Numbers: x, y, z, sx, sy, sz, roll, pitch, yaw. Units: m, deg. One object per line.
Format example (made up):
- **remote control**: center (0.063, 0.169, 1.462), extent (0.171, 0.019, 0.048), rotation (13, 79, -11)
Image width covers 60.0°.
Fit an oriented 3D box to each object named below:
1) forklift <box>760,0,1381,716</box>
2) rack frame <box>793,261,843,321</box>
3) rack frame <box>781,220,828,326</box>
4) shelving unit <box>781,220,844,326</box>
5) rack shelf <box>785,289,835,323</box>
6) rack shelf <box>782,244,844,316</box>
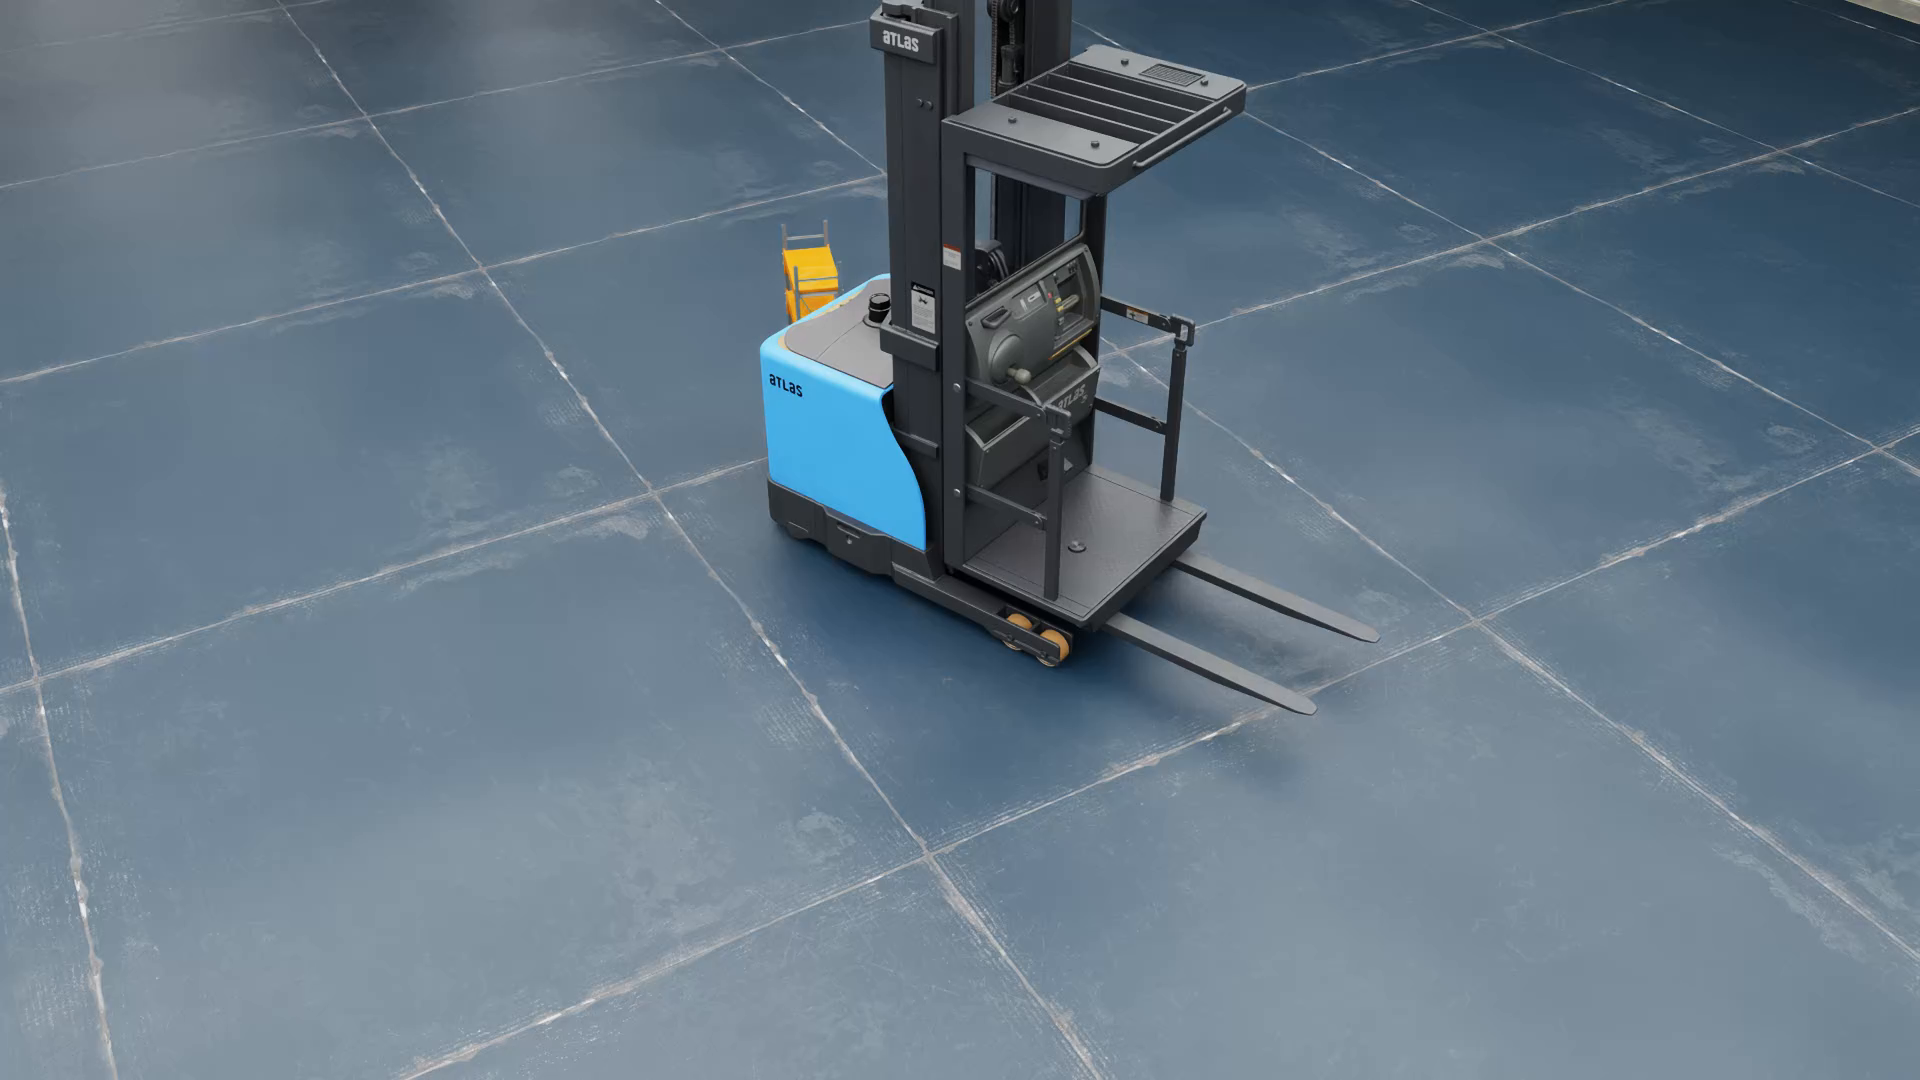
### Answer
- **forklift**: center (0.500, -0.957, 7.303), extent (3.031, 2.935, 1.130), rotation (24, 43, 29)
- **rack frame**: center (-0.716, -0.898, 8.690), extent (0.240, 1.200, 0.015), rotation (-7, 37, -10)
- **rack frame**: center (-0.816, -1.180, 9.076), extent (0.240, 1.200, 0.015), rotation (-7, 37, -10)
- **shelving unit**: center (-0.766, -1.039, 8.883), extent (0.258, 1.200, 0.503), rotation (-7, 37, -10)
- **rack shelf**: center (-0.766, -1.166, 8.791), extent (0.258, 0.148, 0.480), rotation (-7, 37, -10)
- **rack shelf**: center (-0.766, -1.357, 8.651), extent (0.258, 0.148, 0.480), rotation (-7, 37, -10)
